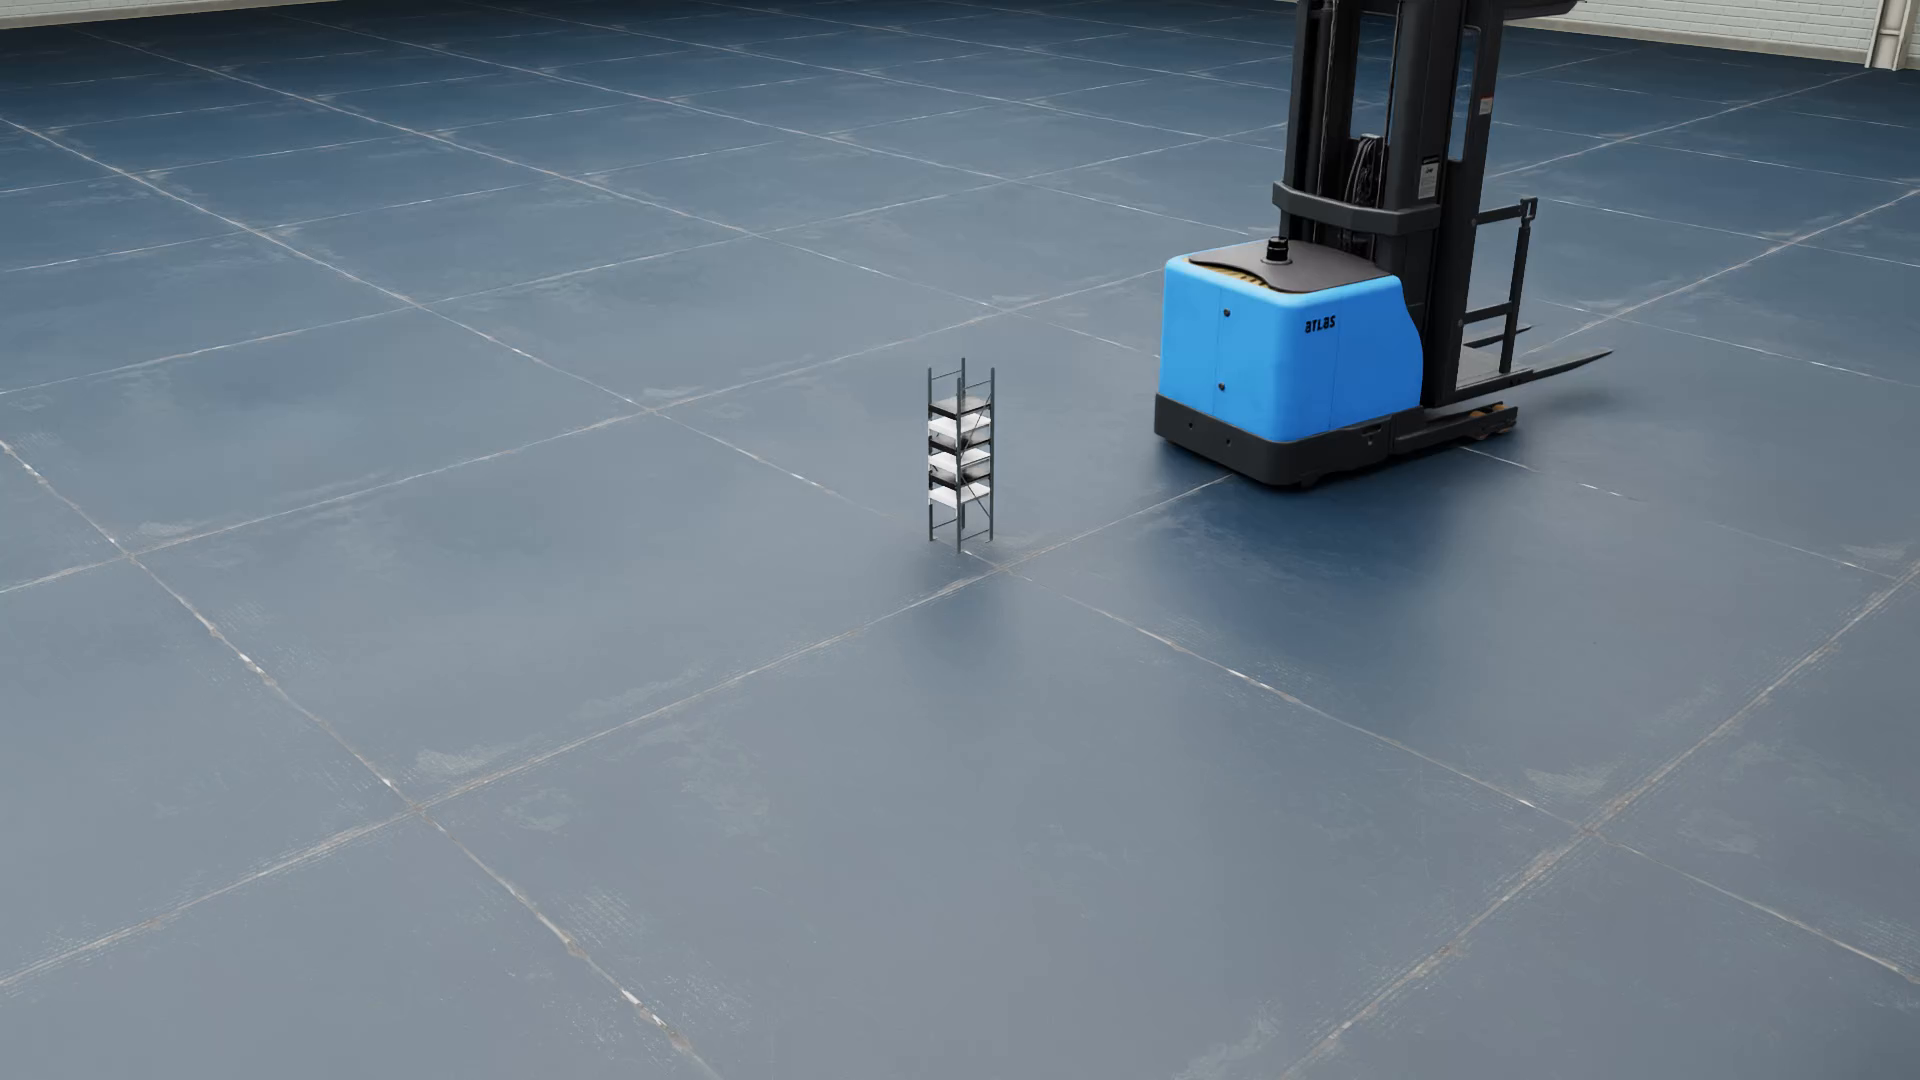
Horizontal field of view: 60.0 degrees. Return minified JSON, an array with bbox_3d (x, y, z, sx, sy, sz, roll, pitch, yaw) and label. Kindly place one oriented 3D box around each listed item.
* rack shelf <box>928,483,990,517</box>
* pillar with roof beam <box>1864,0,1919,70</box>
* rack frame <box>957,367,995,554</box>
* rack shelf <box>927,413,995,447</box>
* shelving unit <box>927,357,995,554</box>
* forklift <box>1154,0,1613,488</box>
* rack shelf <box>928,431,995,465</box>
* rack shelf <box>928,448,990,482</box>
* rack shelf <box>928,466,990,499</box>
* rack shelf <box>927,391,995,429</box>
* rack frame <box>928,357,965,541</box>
[{"bbox_3d":[0.006,-0.213,8.146,0.258,0.077,0.200,-21,32,-38],"label":"rack shelf"},{"bbox_3d":[9.019,-9.088,17.329,9.100,9.000,0.400,-21,32,-38],"label":"pillar with roof beam"},{"bbox_3d":[0.075,-0.376,7.990,0.240,0.900,0.006,-21,32,-38],"label":"rack frame"},{"bbox_3d":[0.006,-0.540,7.997,0.258,0.077,0.200,-21,32,-38],"label":"rack shelf"},{"bbox_3d":[0.006,-0.407,8.058,0.258,0.900,0.210,-21,32,-38],"label":"shelving unit"},{"bbox_3d":[2.605,-2.067,9.249,3.031,2.935,1.130,-16,29,-31],"label":"forklift"},{"bbox_3d":[0.006,-0.459,8.034,0.258,0.077,0.200,-21,32,-38],"label":"rack shelf"},{"bbox_3d":[0.006,-0.377,8.072,0.258,0.077,0.200,-21,32,-38],"label":"rack shelf"},{"bbox_3d":[0.006,-0.295,8.109,0.258,0.077,0.200,-21,32,-38],"label":"rack shelf"},{"bbox_3d":[0.006,-0.622,7.960,0.258,0.077,0.200,-21,32,-38],"label":"rack shelf"},{"bbox_3d":[-0.064,-0.438,8.125,0.240,0.900,0.006,-21,32,-38],"label":"rack frame"}]
